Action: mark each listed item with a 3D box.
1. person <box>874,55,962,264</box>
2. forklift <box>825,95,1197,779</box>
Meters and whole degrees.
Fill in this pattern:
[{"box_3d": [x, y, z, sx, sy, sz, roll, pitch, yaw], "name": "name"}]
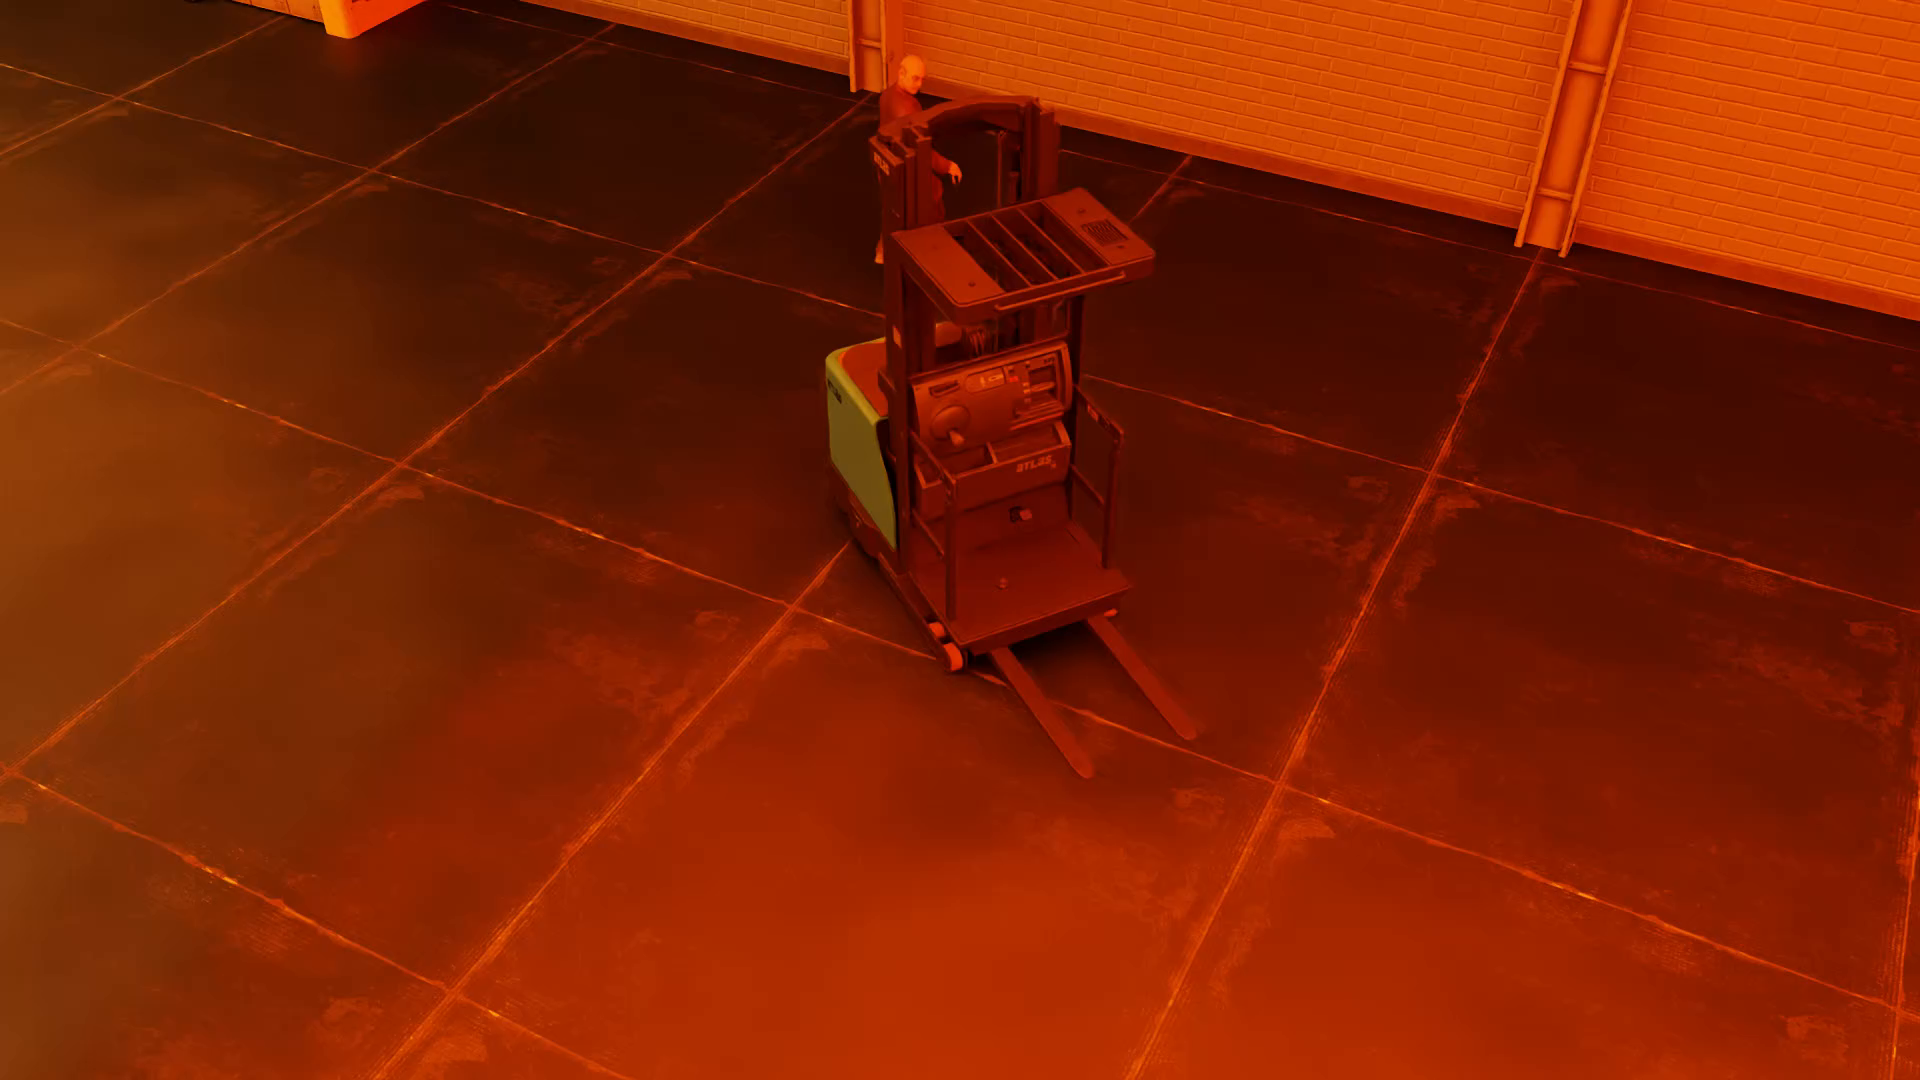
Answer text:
[{"box_3d": [-0.280, -2.750, 12.232, 0.756, 1.691, 0.862, -22, 45, -24], "name": "person"}, {"box_3d": [0.277, -0.704, 8.823, 1.130, 2.935, 3.031, -17, 43, -20], "name": "forklift"}]
